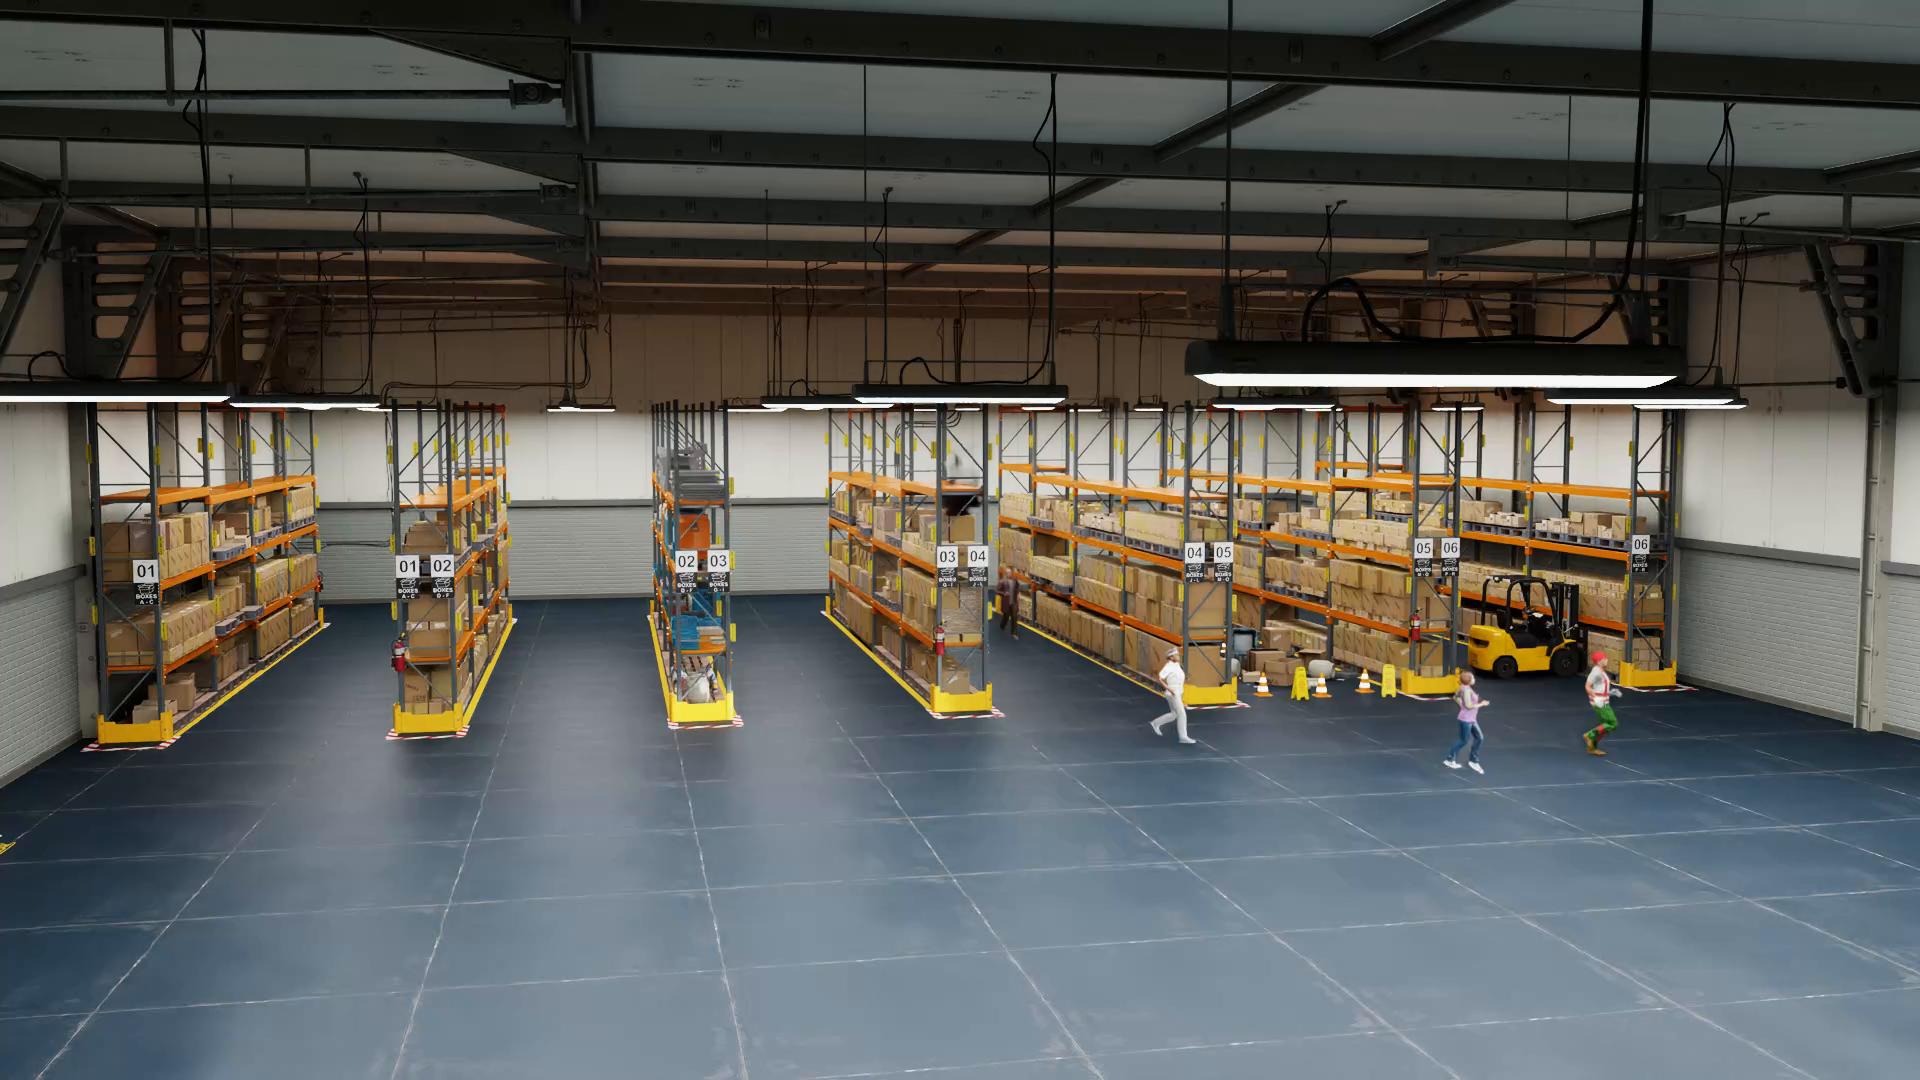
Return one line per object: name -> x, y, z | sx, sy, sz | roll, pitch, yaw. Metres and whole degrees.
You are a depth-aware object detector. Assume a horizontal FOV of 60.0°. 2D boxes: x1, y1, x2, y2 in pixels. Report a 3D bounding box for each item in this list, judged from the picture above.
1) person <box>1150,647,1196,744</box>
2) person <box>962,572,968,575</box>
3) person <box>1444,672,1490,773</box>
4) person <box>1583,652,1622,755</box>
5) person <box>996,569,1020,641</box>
person -> 3.703, 2.694, 29.016 | 0.871, 1.665, 0.563 | 2, 5, 26
person -> 0.009, 1.261, 47.751 | 0.722, 1.717, 1.006 | -1, 4, -13
person -> 8.114, 2.913, 26.598 | 0.678, 1.635, 0.516 | 2, 5, 22
person -> 10.790, 2.744, 27.906 | 0.581, 1.739, 0.652 | 2, 5, 24
person -> 1.246, 1.623, 42.370 | 0.710, 1.781, 1.049 | -1, 5, -17
